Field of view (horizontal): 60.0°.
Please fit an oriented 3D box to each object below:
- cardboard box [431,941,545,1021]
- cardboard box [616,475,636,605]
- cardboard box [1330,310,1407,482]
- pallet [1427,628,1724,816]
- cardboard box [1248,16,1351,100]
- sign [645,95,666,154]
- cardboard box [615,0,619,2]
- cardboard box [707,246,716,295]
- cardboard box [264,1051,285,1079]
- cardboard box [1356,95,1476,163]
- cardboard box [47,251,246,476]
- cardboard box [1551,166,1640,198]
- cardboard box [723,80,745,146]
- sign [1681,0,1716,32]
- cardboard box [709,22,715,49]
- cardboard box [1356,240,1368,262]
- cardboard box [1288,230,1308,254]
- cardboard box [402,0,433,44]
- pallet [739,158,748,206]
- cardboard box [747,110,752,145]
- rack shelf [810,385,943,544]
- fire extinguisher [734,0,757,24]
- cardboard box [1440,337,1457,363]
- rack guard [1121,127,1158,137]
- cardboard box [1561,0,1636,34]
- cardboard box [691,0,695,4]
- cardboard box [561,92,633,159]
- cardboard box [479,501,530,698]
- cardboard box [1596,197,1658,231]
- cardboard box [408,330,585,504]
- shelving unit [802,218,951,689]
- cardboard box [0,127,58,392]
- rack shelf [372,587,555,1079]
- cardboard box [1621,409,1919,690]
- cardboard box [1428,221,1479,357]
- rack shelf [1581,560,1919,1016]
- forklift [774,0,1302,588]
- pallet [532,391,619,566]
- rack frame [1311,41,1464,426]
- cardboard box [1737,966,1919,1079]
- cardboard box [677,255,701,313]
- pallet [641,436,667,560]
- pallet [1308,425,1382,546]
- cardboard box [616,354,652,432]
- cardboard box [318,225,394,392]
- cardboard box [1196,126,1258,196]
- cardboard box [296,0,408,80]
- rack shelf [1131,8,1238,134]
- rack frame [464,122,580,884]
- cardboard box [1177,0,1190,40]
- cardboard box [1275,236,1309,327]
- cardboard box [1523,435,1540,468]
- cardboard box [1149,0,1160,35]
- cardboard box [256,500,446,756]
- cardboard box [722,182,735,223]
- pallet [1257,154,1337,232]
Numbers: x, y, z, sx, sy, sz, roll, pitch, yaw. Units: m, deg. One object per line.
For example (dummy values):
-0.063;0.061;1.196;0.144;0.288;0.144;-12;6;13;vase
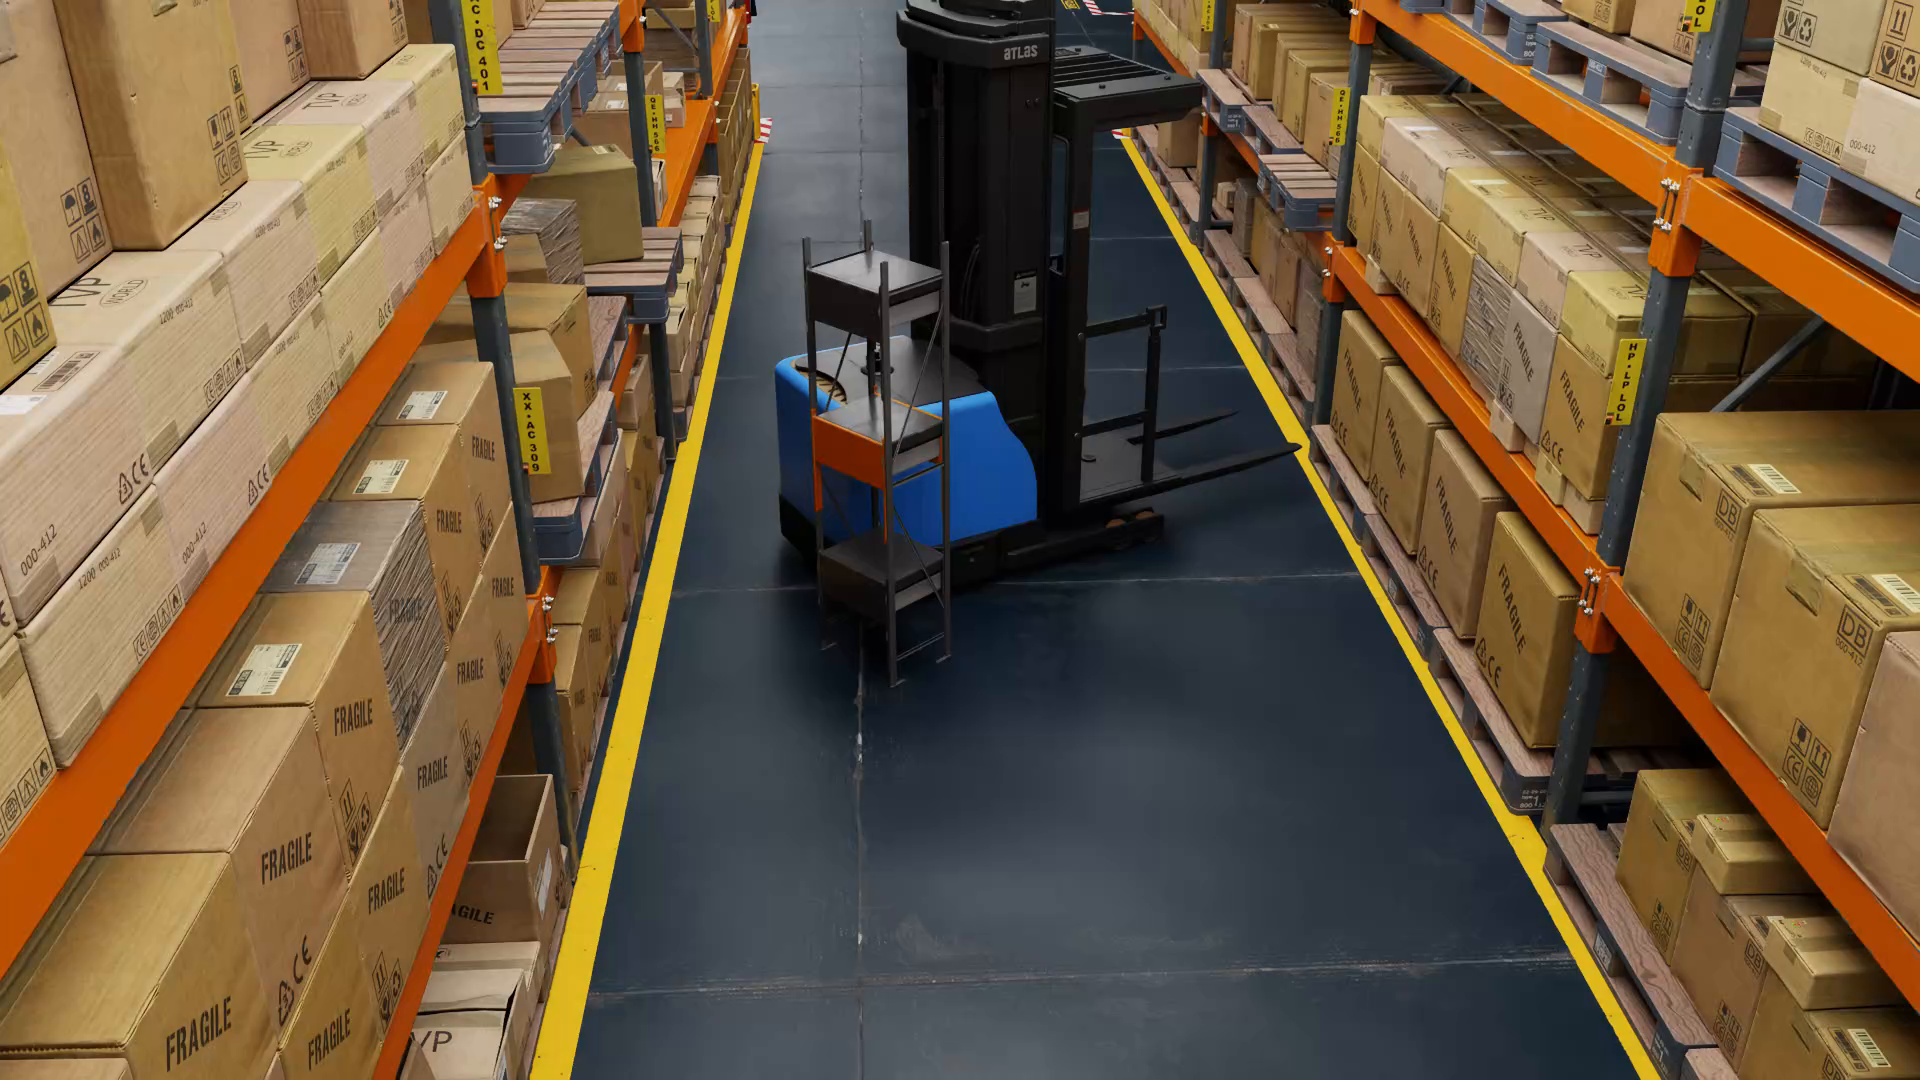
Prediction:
-1.643;1.519;5.700;0.380;0.149;0.250;-1;28;-3;cardboard box
-1.901;-0.004;8.242;0.500;0.500;0.500;-2;28;-5;cardboard box
2.610;-0.837;9.481;0.750;0.750;0.750;-2;28;-3;cardboard box
2.795;0.783;7.521;1.003;0.211;1.213;-1;28;-3;pallet
2.508;-3.539;12.207;0.700;0.500;0.500;1;28;3;cardboard box
-1.703;-2.321;9.289;0.100;0.325;0.005;-1;28;-3;sign
-2.188;-2.999;8.404;0.910;0.500;0.500;-1;28;-3;cardboard box
-2.091;-1.985;12.331;0.500;0.250;0.500;-1;28;-2;cardboard box
-1.619;1.376;3.260;0.500;0.500;0.500;-2;28;-3;cardboard box
2.470;-2.235;9.029;0.500;0.250;0.500;-1;28;-1;cardboard box
-1.645;-0.321;3.000;0.500;0.250;0.500;-1;28;-3;cardboard box
3.059;-1.549;7.714;0.500;0.250;0.500;-2;28;-4;cardboard box
-2.245;-3.886;15.166;0.500;0.500;0.500;-1;28;-3;cardboard box
2.370;-1.780;5.276;0.100;0.325;0.005;-1;28;-3;sign
-2.567;-4.633;14.781;0.700;0.500;0.500;-1;28;-1;cardboard box
2.488;-1.686;9.489;0.380;0.149;0.250;-2;28;-3;cardboard box
2.613;-2.199;11.639;0.500;0.250;0.500;-2;28;-3;cardboard box
-1.988;-1.817;5.576;0.600;0.600;0.600;-4;28;-8;cardboard box
-2.520;-3.369;15.481;1.003;0.211;1.213;-1;28;-3;pallet
-2.301;-4.015;16.224;0.500;0.250;0.500;-1;28;-3;cardboard box
-0.367;-0.358;7.695;0.480;0.518;0.431;24;36;38;rack shelf
-2.205;-5.551;16.733;0.296;0.674;0.183;-1;28;-3;fire extinguisher
2.579;-0.978;8.131;0.380;0.149;0.250;-1;28;-2;cardboard box
2.288;-4.497;17.332;1.175;0.500;0.348;-1;28;-3;rack guard
2.881;-2.333;6.652;0.700;0.500;0.500;-2;28;-4;cardboard box
-2.287;-4.249;13.343;0.380;0.149;0.250;-1;28;-2;cardboard box
-2.349;-2.644;10.967;0.500;0.500;0.500;-3;28;-5;cardboard box
-1.753;0.203;5.510;0.500;0.500;0.500;-1;28;-2;cardboard box
3.082;-1.308;7.252;0.500;0.250;0.500;-2;28;-4;cardboard box
-1.837;-0.432;6.273;0.700;0.500;0.500;-11;29;-20;cardboard box
-0.367;-0.370;7.688;0.503;2.100;0.431;24;36;38;shelving unit
-1.812;-0.418;2.375;0.700;0.500;0.500;-1;28;-3;cardboard box
-1.931;1.265;4.359;1.077;0.370;4.000;-1;28;-3;rack shelf
2.923;0.019;5.646;0.980;0.700;0.700;-1;28;-2;cardboard box
2.550;-1.189;7.835;0.500;0.500;0.500;-1;28;-1;cardboard box
3.015;1.144;4.592;1.077;0.370;4.000;-1;28;-3;rack shelf
0.546;-1.443;8.847;3.031;2.935;1.130;-15;31;-26;forklift
-1.968;-0.264;6.721;1.003;0.211;1.213;-1;28;-3;pallet
2.702;-1.946;9.738;1.000;3.000;0.127;-1;28;-3;rack frame
2.895;1.640;5.111;0.700;0.500;0.500;-1;28;-1;cardboard box
-2.039;-1.768;11.308;0.500;0.311;0.500;-2;28;-4;cardboard box
-2.243;-0.243;9.487;1.003;0.211;1.213;-1;28;-3;pallet
2.668;-0.344;9.681;1.003;0.211;1.213;-1;28;-3;pallet
-1.954;-0.792;8.941;0.500;0.250;0.500;0;28;-1;cardboard box
-1.695;-0.561;4.001;0.500;0.250;0.500;-1;28;-3;cardboard box
2.399;-3.359;14.673;0.500;0.500;0.500;-3;28;-7;cardboard box
-1.972;-1.572;4.587;0.700;0.500;0.500;-1;28;-3;cardboard box
2.389;-4.398;15.217;1.077;0.370;4.000;-1;28;-3;rack shelf
-2.036;0.022;5.964;1.000;3.000;0.127;-1;28;-3;rack frame
2.128;-4.510;13.982;0.500;0.500;0.500;-2;28;-3;cardboard box
2.647;-1.834;11.749;0.700;0.500;0.500;-2;28;-3;cardboard box
2.605;-0.382;6.990;0.380;0.149;0.250;-1;28;-1;cardboard box
2.055;-4.875;15.494;0.500;0.250;0.500;-2;28;-3;cardboard box
-1.695;0.231;4.374;0.500;0.500;0.500;-1;28;-2;cardboard box
-2.175;-2.861;14.010;0.500;0.250;0.500;-1;28;-3;cardboard box
2.559;-2.188;10.408;1.213;0.211;1.003;-1;28;-3;pallet
